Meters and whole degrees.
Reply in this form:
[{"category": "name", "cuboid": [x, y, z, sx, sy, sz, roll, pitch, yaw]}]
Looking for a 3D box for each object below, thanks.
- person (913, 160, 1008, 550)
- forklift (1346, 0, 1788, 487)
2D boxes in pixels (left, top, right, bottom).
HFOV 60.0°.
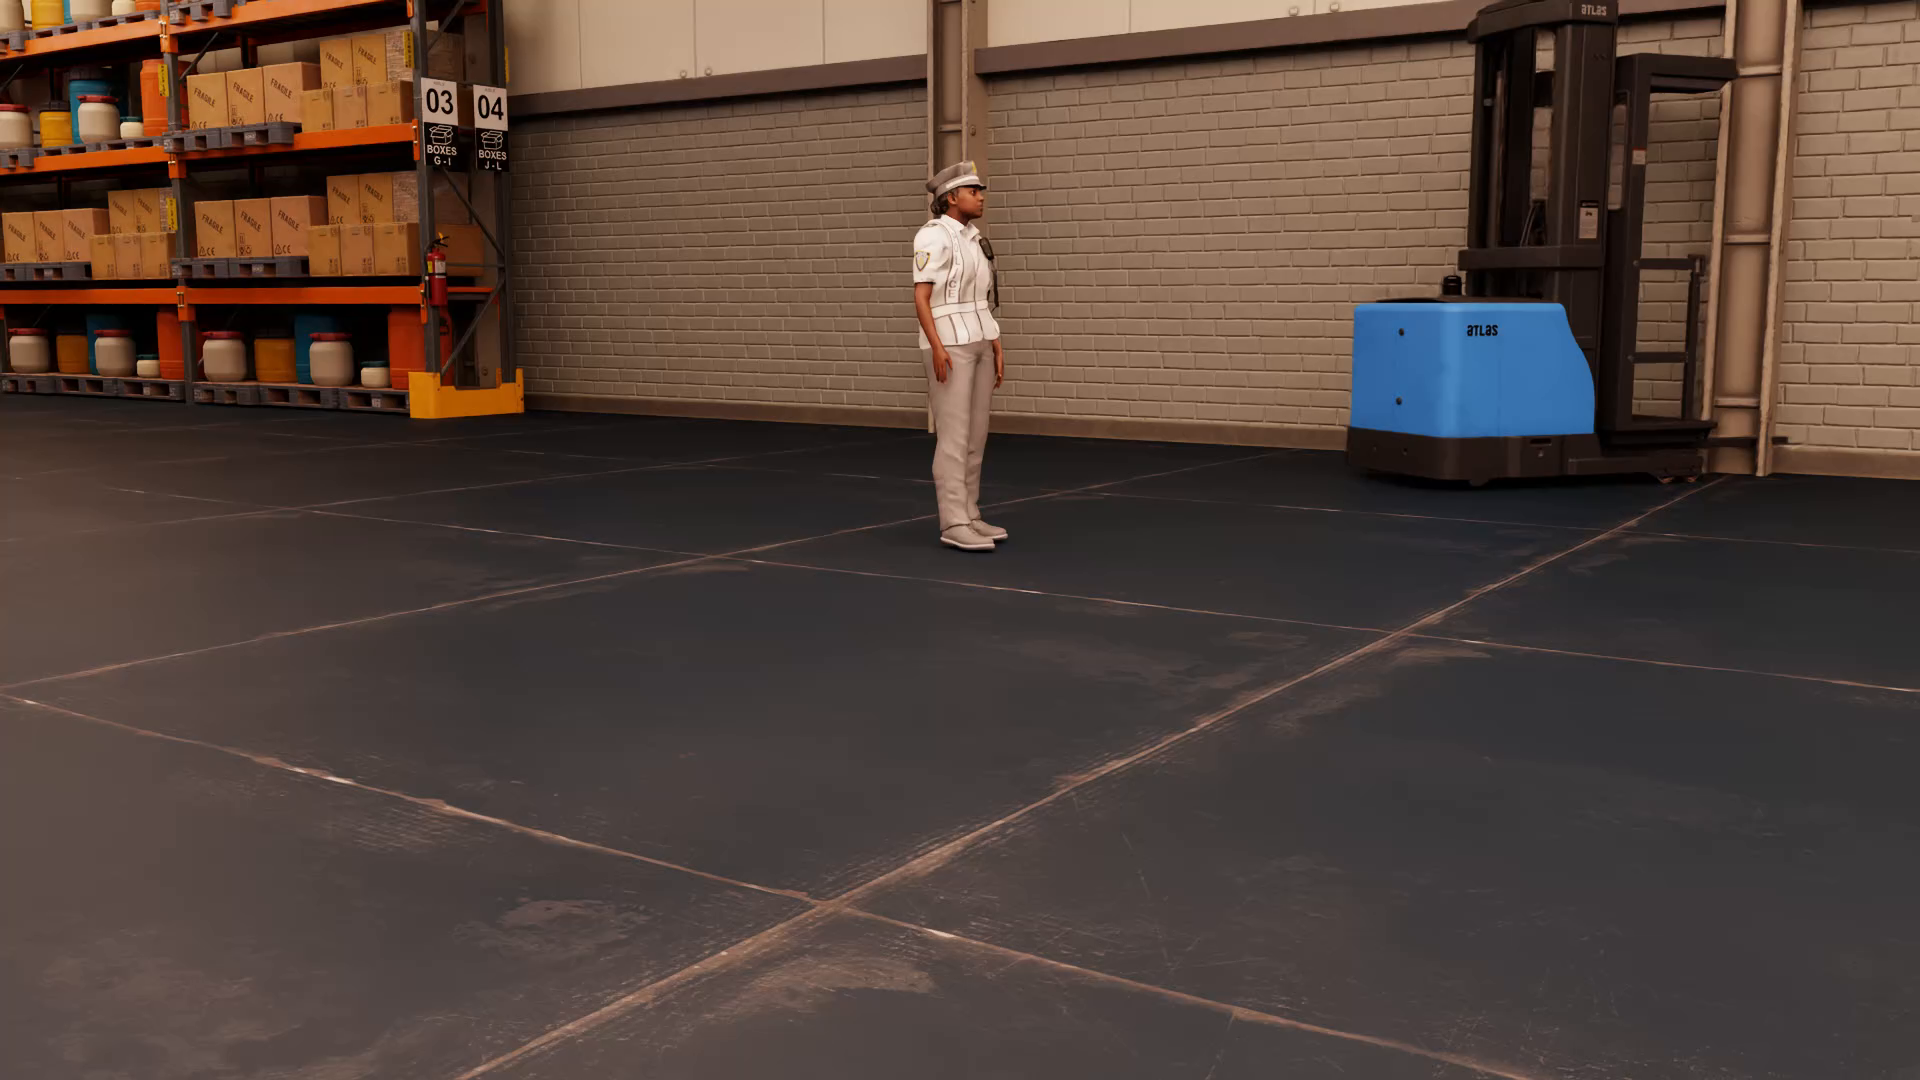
[{"category": "person", "cuboid": [0.051, -0.838, 7.426, 0.530, 1.694, 0.569, 5, 10, 34]}, {"category": "forklift", "cuboid": [3.981, -1.863, 10.292, 3.031, 2.935, 1.130, -3, 9, -21]}]
